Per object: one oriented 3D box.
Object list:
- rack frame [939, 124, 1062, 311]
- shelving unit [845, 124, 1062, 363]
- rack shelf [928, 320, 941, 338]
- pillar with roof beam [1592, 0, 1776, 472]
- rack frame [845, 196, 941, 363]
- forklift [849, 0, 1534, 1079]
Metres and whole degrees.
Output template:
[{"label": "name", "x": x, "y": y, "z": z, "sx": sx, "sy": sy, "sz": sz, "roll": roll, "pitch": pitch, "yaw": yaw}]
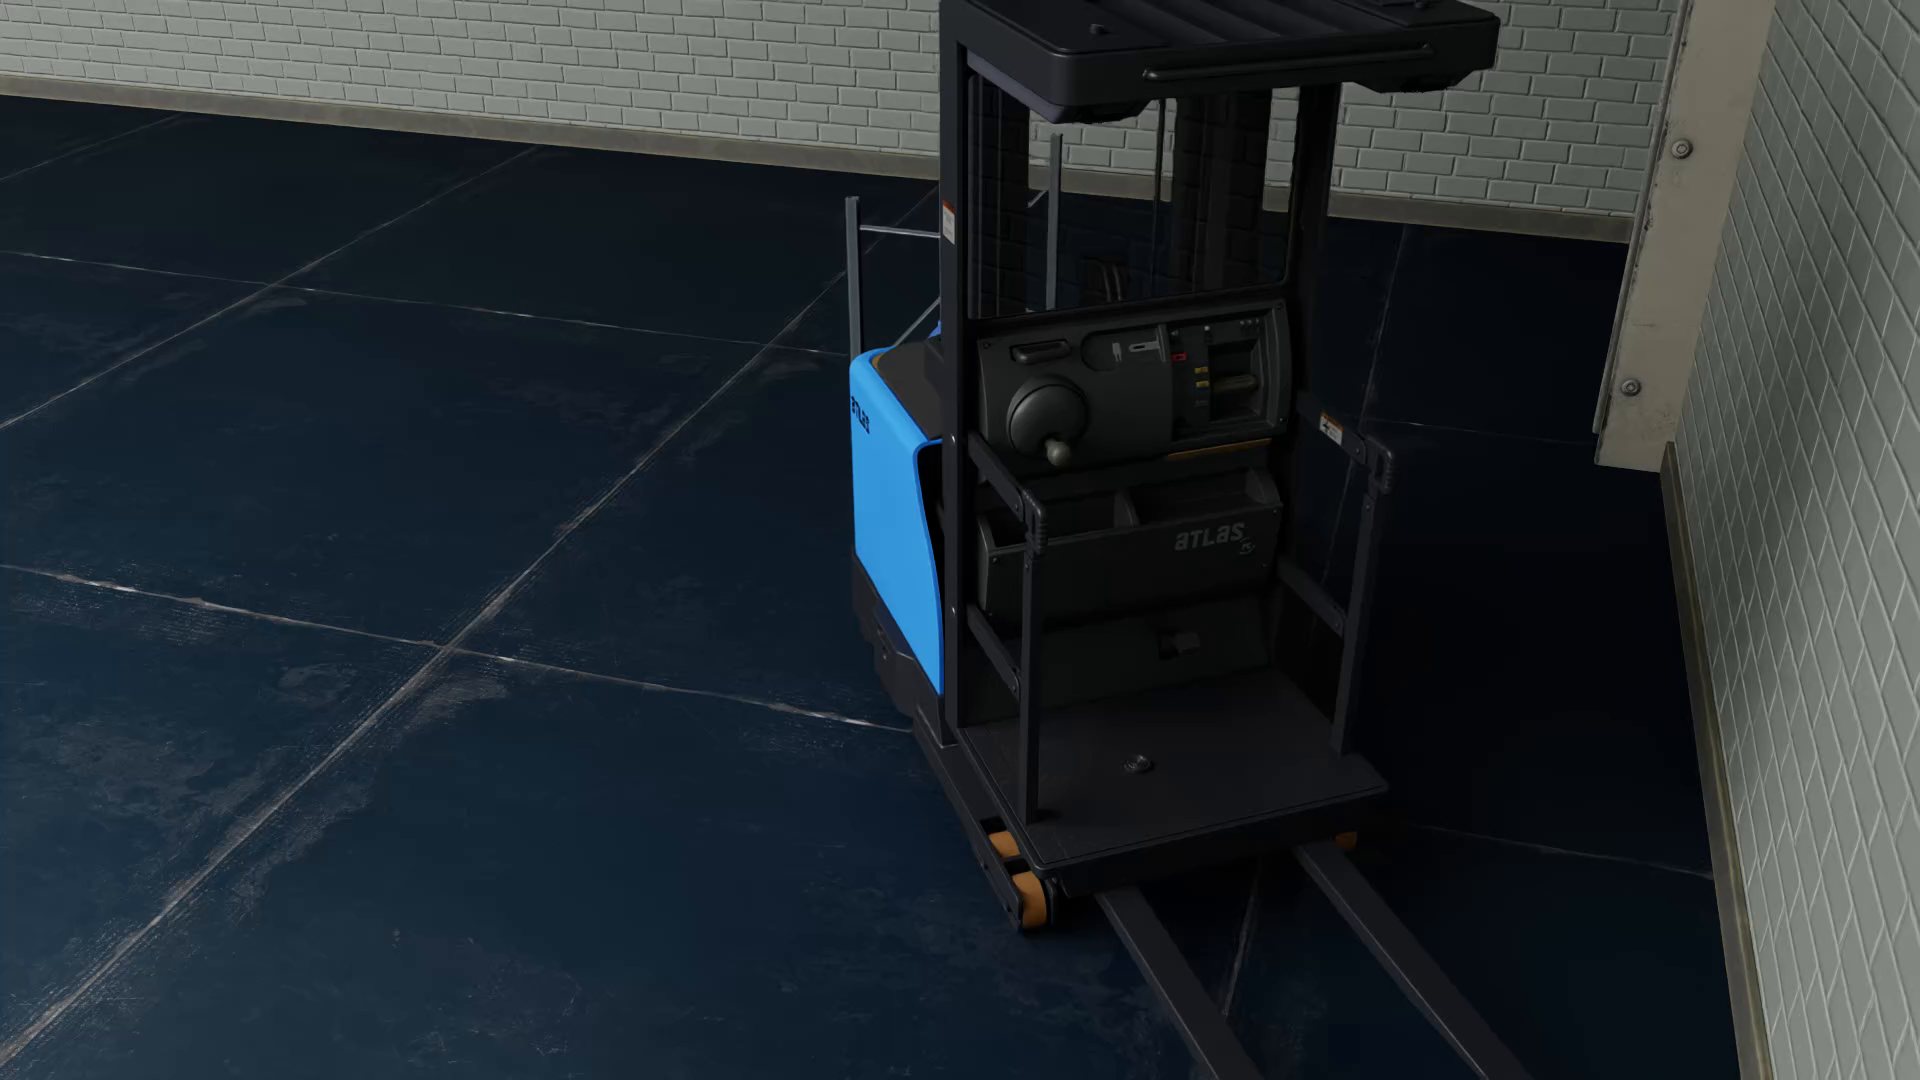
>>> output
[{"label": "rack frame", "x": 0.160, "y": -0.978, "z": 6.965, "sx": 0.500, "sy": 1.500, "sz": 0.032, "roll": 9, "pitch": 30, "yaw": 16}, {"label": "shelving unit", "x": 0.000, "y": -0.743, "z": 6.543, "sx": 0.538, "sy": 1.500, "sz": 1.048, "roll": 9, "pitch": 30, "yaw": 16}, {"label": "rack shelf", "x": 0.000, "y": -0.586, "z": 6.631, "sx": 0.538, "sy": 0.185, "sz": 1.000, "roll": 9, "pitch": 30, "yaw": 16}, {"label": "pillar with roof beam", "x": -1.105, "y": -4.951, "z": 6.394, "sx": 9.100, "sy": 9.000, "sz": 0.400, "roll": 8, "pitch": 30, "yaw": 15}, {"label": "rack frame", "x": -0.159, "y": -0.509, "z": 6.122, "sx": 0.500, "sy": 1.500, "sz": 0.032, "roll": 9, "pitch": 30, "yaw": 16}, {"label": "forklift", "x": 0.567, "y": -0.392, "z": 4.440, "sx": 1.130, "sy": 2.935, "sz": 3.031, "roll": -10, "pitch": 30, "yaw": -17}]
